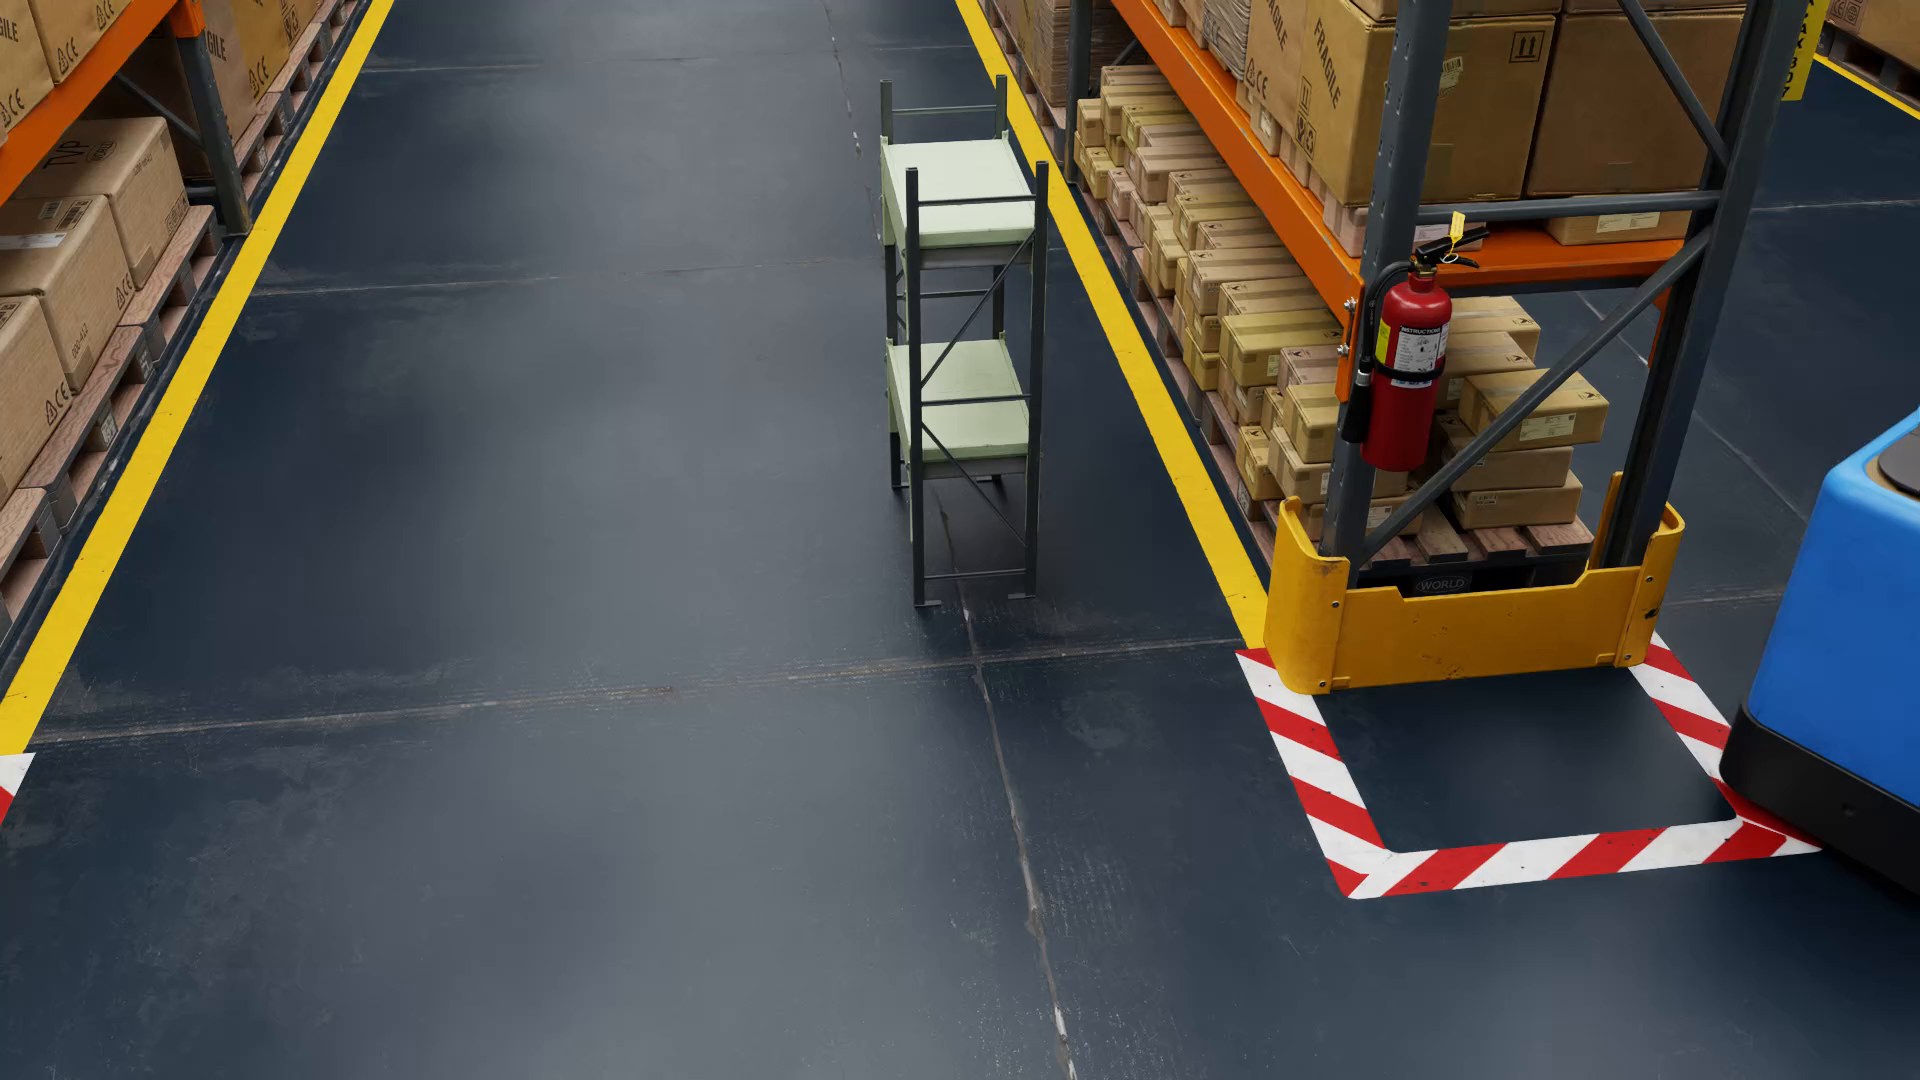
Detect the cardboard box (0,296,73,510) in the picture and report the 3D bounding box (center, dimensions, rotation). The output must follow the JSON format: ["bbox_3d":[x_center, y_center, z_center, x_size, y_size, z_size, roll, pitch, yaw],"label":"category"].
[{"bbox_3d":[-3.643,-0.415,5.598,0.875,0.438,0.875,-3,34,-5],"label":"cardboard box"}]

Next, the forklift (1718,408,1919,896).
[{"bbox_3d":[3.583,-0.815,4.343,3.031,2.935,1.130,-25,42,-32],"label":"forklift"}]

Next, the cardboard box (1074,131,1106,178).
[{"bbox_3d":[0.761,-1.861,7.976,0.380,0.149,0.250,-6,35,-8],"label":"cardboard box"}]

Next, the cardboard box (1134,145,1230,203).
[{"bbox_3d":[0.943,-1.539,6.975,0.380,0.149,0.250,-4,34,-5],"label":"cardboard box"}]

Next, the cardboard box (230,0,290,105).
[{"bbox_3d":[-4.153,-2.801,8.710,0.875,0.875,0.875,-3,34,-5],"label":"cardboard box"}]

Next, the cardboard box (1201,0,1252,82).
[{"bbox_3d":[1.111,-1.826,5.413,0.500,0.500,0.500,-4,35,-6],"label":"cardboard box"}]

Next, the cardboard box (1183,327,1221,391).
[{"bbox_3d":[1.063,-0.698,6.270,0.380,0.149,0.250,-6,35,-9],"label":"cardboard box"}]

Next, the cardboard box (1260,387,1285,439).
[{"bbox_3d":[1.232,-0.402,5.571,0.380,0.149,0.250,-5,35,-7],"label":"cardboard box"}]

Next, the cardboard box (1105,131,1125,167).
[{"bbox_3d":[0.885,-1.850,7.696,0.380,0.149,0.250,-4,34,-6],"label":"cardboard box"}]

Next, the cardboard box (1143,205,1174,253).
[{"bbox_3d":[0.971,-1.265,6.838,0.380,0.149,0.250,-5,35,-7],"label":"cardboard box"}]

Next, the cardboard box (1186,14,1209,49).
[{"bbox_3d":[1.051,-1.929,6.140,0.380,0.149,0.250,-3,34,-5],"label":"cardboard box"}]

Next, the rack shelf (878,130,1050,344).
[{"bbox_3d":[-0.001,-0.946,5.113,0.431,0.370,0.720,-4,35,-6],"label":"rack shelf"}]

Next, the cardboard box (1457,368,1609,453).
[{"bbox_3d":[1.834,-0.420,5.333,0.380,0.149,0.250,-6,35,-9],"label":"cardboard box"}]

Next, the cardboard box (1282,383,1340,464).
[{"bbox_3d":[1.246,-0.378,5.272,0.380,0.149,0.250,-4,34,-6],"label":"cardboard box"}]

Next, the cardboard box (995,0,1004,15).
[{"bbox_3d":[0.479,-3.485,10.047,0.500,0.500,0.500,-5,35,-8],"label":"cardboard box"}]

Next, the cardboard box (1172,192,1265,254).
[{"bbox_3d":[1.056,-1.252,6.554,0.380,0.149,0.250,-4,34,-6],"label":"cardboard box"}]

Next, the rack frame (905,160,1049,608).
[{"bbox_3d":[0.048,-0.419,5.033,0.400,1.500,0.023,-4,35,-6],"label":"rack frame"}]

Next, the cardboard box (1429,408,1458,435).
[{"bbox_3d":[1.771,-0.448,5.638,0.380,0.149,0.250,-5,35,-7],"label":"cardboard box"}]

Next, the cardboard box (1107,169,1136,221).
[{"bbox_3d":[0.881,-1.578,7.560,0.380,0.149,0.250,-5,35,-7],"label":"cardboard box"}]

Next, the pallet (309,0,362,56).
[{"bbox_3d":[-4.368,-3.296,10.399,1.003,0.211,1.213,-4,35,-6],"label":"pallet"}]

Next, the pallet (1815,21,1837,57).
[{"bbox_3d":[5.613,-3.367,10.503,1.003,0.211,1.213,-4,35,-6],"label":"pallet"}]

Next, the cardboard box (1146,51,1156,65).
[{"bbox_3d":[1.193,-2.666,8.845,0.500,0.500,0.500,-3,34,-5],"label":"cardboard box"}]

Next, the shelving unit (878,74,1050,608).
[{"bbox_3d":[-0.001,-0.623,5.333,0.431,1.500,0.755,-4,35,-6],"label":"shelving unit"}]

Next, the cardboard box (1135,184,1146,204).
[{"bbox_3d":[0.986,-1.566,7.279,0.380,0.149,0.250,-6,35,-9],"label":"cardboard box"}]

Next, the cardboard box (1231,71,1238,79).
[{"bbox_3d":[1.158,-1.643,5.721,0.380,0.149,0.250,-6,35,-8],"label":"cardboard box"}]

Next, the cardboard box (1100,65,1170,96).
[{"bbox_3d":[0.871,-2.126,7.837,0.380,0.149,0.250,-3,34,-4],"label":"cardboard box"}]

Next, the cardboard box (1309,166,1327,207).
[{"bbox_3d":[1.248,-1.059,4.864,0.380,0.149,0.250,-4,35,-6],"label":"cardboard box"}]

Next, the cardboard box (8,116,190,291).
[{"bbox_3d":[-3.883,-1.418,7.069,0.875,0.438,0.875,-5,35,-7],"label":"cardboard box"}]

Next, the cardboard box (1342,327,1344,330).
[{"bbox_3d":[1.208,-0.700,6.008,0.380,0.149,0.250,-5,35,-7],"label":"cardboard box"}]

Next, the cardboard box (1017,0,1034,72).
[{"bbox_3d":[0.612,-2.914,9.209,0.500,0.500,0.500,-5,35,-8],"label":"cardboard box"}]

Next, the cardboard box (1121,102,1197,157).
[{"bbox_3d":[0.932,-1.831,7.403,0.380,0.149,0.250,-5,35,-7],"label":"cardboard box"}]

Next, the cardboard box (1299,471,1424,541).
[{"bbox_3d":[1.290,-0.134,5.442,0.380,0.149,0.250,-4,34,-6],"label":"cardboard box"}]

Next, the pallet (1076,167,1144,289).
[{"bbox_3d":[1.155,-1.569,7.864,1.003,0.211,1.213,-4,35,-6],"label":"pallet"}]

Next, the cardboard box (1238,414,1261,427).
[{"bbox_3d":[1.205,-0.424,5.867,0.380,0.149,0.250,-5,35,-7],"label":"cardboard box"}]

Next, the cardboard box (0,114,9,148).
[{"bbox_3d":[-3.250,-1.326,4.943,0.500,0.500,0.500,-5,35,-7],"label":"cardboard box"}]

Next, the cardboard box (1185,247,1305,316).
[{"bbox_3d":[1.045,-0.953,6.115,0.380,0.149,0.250,-3,34,-5],"label":"cardboard box"}]

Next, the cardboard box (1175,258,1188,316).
[{"bbox_3d":[1.044,-0.974,6.411,0.380,0.149,0.250,-3,34,-4],"label":"cardboard box"}]

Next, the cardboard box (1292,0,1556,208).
[{"bbox_3d":[1.252,-1.256,4.577,0.500,0.500,0.500,-4,34,-5],"label":"cardboard box"}]

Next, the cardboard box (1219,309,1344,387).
[{"bbox_3d":[1.108,-0.658,5.682,0.380,0.149,0.250,-5,35,-7],"label":"cardboard box"}]

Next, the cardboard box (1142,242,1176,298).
[{"bbox_3d":[0.975,-1.140,6.918,0.380,0.149,0.250,-5,35,-8],"label":"cardboard box"}]

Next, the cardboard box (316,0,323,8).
[{"bbox_3d":[-4.389,-3.798,10.173,0.875,0.875,0.875,-5,35,-7],"label":"cardboard box"}]

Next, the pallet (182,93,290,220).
[{"bbox_3d":[-4.040,-1.934,8.401,1.003,0.211,1.213,-4,35,-6],"label":"pallet"}]

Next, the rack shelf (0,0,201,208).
[{"bbox_3d":[-3.593,-1.248,5.557,1.077,0.370,4.000,-4,35,-6],"label":"rack shelf"}]

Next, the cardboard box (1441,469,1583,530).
[{"bbox_3d":[1.815,-0.173,5.499,0.380,0.149,0.250,-4,34,-5],"label":"cardboard box"}]

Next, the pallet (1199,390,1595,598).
[{"bbox_3d":[1.483,-0.207,5.866,1.003,0.211,1.213,-4,35,-6],"label":"pallet"}]

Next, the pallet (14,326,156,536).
[{"bbox_3d":[-3.669,-0.397,6.145,1.003,0.211,1.213,-4,35,-6],"label":"pallet"}]

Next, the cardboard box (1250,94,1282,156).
[{"bbox_3d":[1.142,-1.339,5.274,0.380,0.149,0.250,-3,34,-5],"label":"cardboard box"}]

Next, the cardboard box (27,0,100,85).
[{"bbox_3d":[-3.389,-1.897,5.782,0.500,0.500,0.500,-5,35,-7],"label":"cardboard box"}]

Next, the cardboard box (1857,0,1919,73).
[{"bbox_3d":[5.853,-3.063,9.095,1.225,0.875,0.875,-4,35,-6],"label":"cardboard box"}]

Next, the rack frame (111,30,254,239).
[{"bbox_3d":[-3.862,-2.662,6.992,1.000,3.000,0.127,-4,35,-6],"label":"rack frame"}]

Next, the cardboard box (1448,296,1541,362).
[{"bbox_3d":[1.771,-0.715,5.766,0.380,0.149,0.250,-4,35,-7],"label":"cardboard box"}]

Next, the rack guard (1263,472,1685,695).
[{"bbox_3d":[1.558,0.130,5.116,1.175,0.500,0.348,-4,35,-6],"label":"rack guard"}]

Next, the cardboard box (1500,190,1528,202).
[{"bbox_3d":[1.774,-1.102,4.926,0.380,0.149,0.250,-3,34,-5],"label":"cardboard box"}]

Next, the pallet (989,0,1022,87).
[{"bbox_3d":[0.756,-3.057,10.049,1.003,0.211,1.213,-4,35,-6],"label":"pallet"}]

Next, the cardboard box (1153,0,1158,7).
[{"bbox_3d":[0.940,-2.225,6.575,0.380,0.149,0.250,-4,34,-5],"label":"cardboard box"}]

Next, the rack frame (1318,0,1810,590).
[{"bbox_3d":[1.568,-0.861,4.350,1.000,3.000,0.127,-4,35,-6],"label":"rack frame"}]

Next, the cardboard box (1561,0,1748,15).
[{"bbox_3d":[1.771,-1.709,4.353,0.500,0.500,0.500,-5,35,-7],"label":"cardboard box"}]
